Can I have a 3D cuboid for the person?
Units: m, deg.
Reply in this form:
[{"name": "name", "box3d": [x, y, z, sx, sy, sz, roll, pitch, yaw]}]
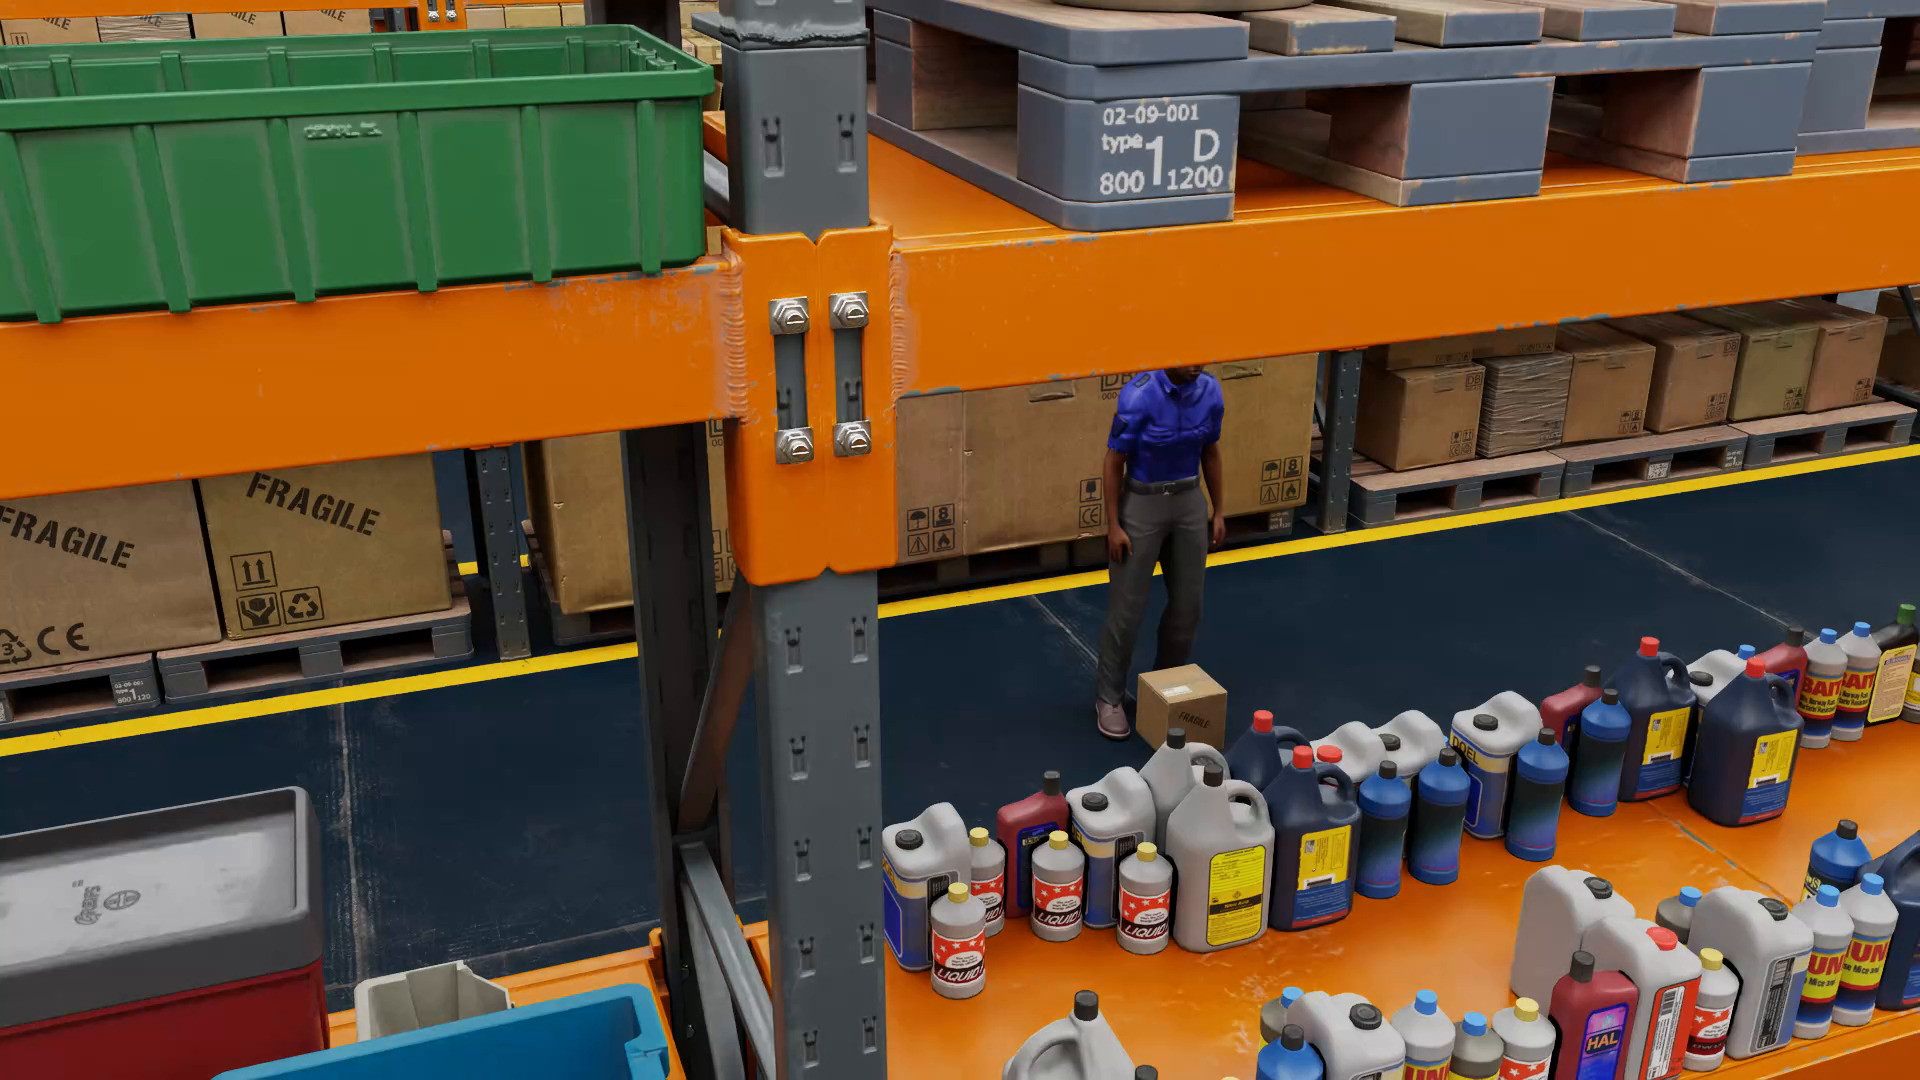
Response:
[{"name": "person", "box3d": [0.760, -0.075, 6.279, 0.527, 1.655, 0.348, -9, 24, -20]}]
